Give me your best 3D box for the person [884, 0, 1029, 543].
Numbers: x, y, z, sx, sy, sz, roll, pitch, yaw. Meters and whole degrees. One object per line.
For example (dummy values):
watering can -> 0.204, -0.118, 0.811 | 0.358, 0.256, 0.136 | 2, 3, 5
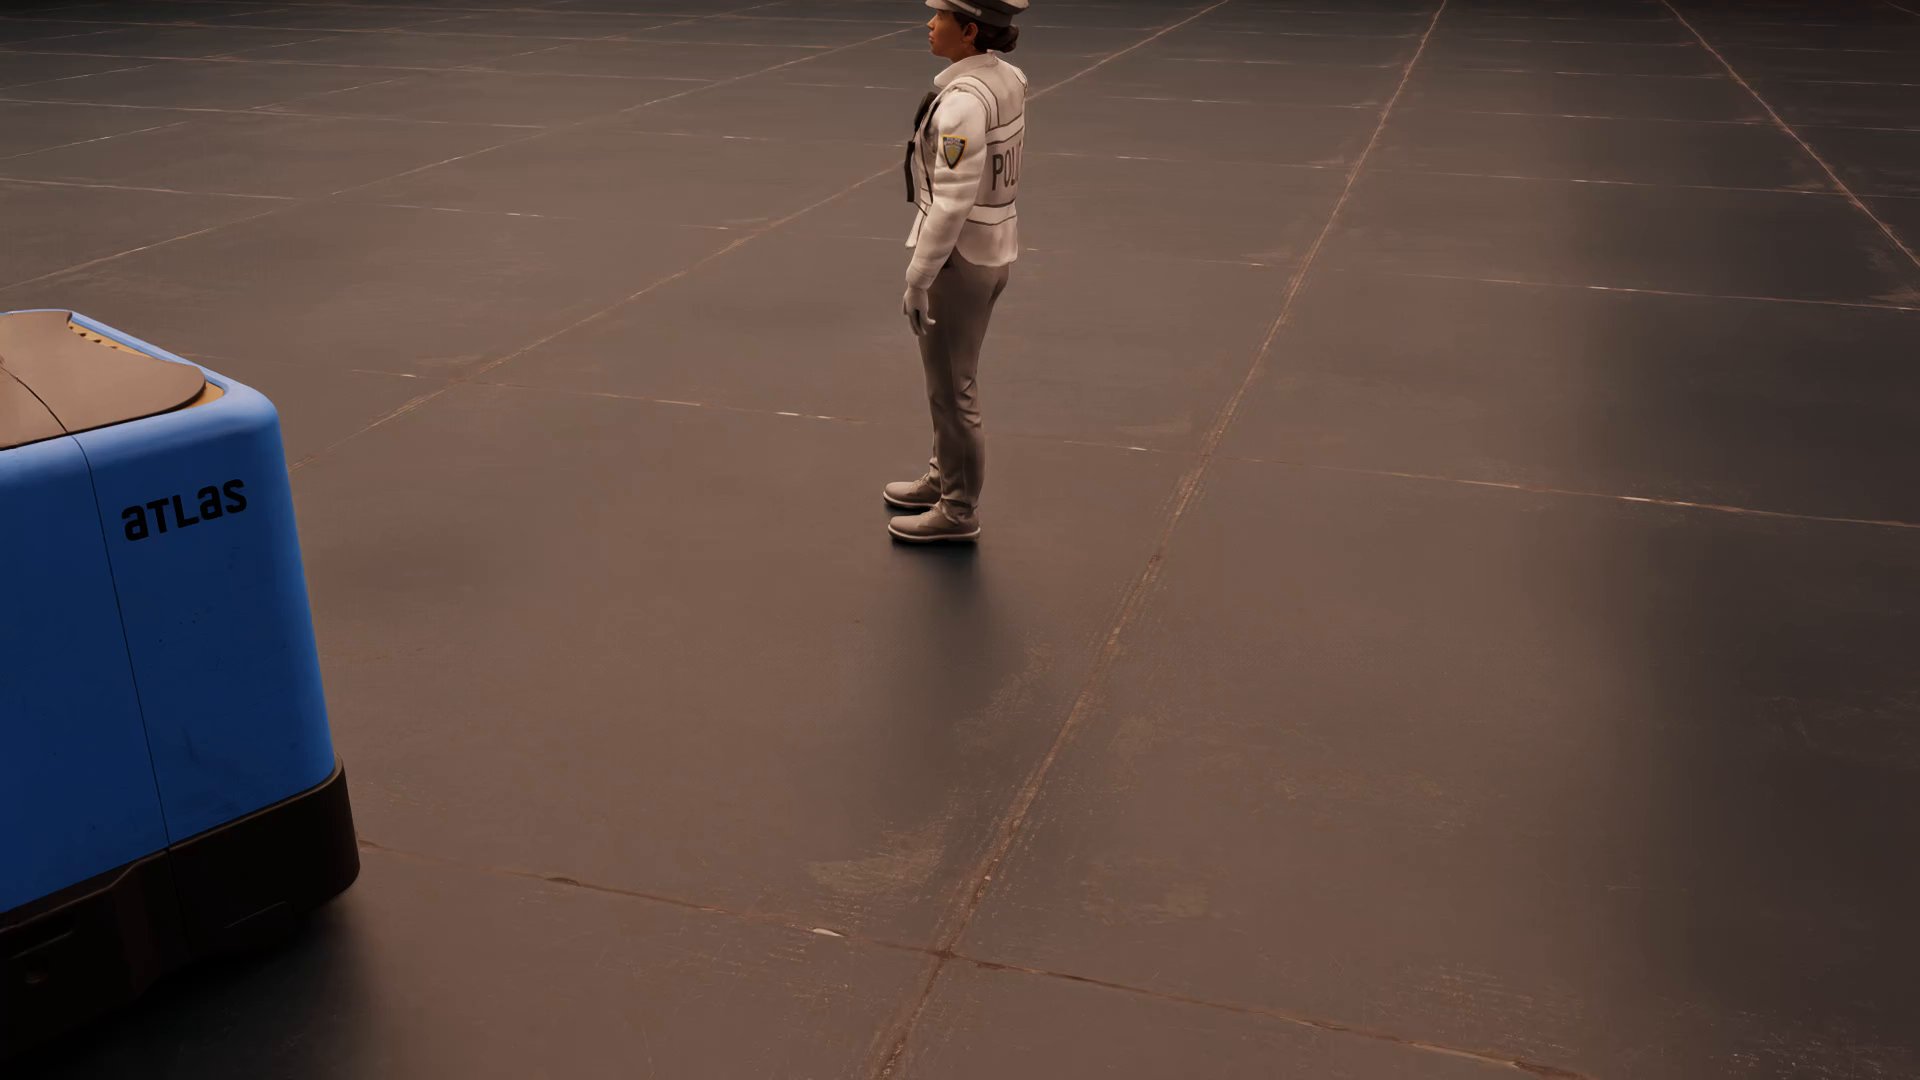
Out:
person -> -0.063, -0.800, 4.819 | 0.531, 1.695, 0.588 | 7, 23, 16

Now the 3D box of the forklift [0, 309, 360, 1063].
forklift -> -2.567, -0.330, 2.080 | 1.130, 2.935, 3.031 | 19, 29, 39
